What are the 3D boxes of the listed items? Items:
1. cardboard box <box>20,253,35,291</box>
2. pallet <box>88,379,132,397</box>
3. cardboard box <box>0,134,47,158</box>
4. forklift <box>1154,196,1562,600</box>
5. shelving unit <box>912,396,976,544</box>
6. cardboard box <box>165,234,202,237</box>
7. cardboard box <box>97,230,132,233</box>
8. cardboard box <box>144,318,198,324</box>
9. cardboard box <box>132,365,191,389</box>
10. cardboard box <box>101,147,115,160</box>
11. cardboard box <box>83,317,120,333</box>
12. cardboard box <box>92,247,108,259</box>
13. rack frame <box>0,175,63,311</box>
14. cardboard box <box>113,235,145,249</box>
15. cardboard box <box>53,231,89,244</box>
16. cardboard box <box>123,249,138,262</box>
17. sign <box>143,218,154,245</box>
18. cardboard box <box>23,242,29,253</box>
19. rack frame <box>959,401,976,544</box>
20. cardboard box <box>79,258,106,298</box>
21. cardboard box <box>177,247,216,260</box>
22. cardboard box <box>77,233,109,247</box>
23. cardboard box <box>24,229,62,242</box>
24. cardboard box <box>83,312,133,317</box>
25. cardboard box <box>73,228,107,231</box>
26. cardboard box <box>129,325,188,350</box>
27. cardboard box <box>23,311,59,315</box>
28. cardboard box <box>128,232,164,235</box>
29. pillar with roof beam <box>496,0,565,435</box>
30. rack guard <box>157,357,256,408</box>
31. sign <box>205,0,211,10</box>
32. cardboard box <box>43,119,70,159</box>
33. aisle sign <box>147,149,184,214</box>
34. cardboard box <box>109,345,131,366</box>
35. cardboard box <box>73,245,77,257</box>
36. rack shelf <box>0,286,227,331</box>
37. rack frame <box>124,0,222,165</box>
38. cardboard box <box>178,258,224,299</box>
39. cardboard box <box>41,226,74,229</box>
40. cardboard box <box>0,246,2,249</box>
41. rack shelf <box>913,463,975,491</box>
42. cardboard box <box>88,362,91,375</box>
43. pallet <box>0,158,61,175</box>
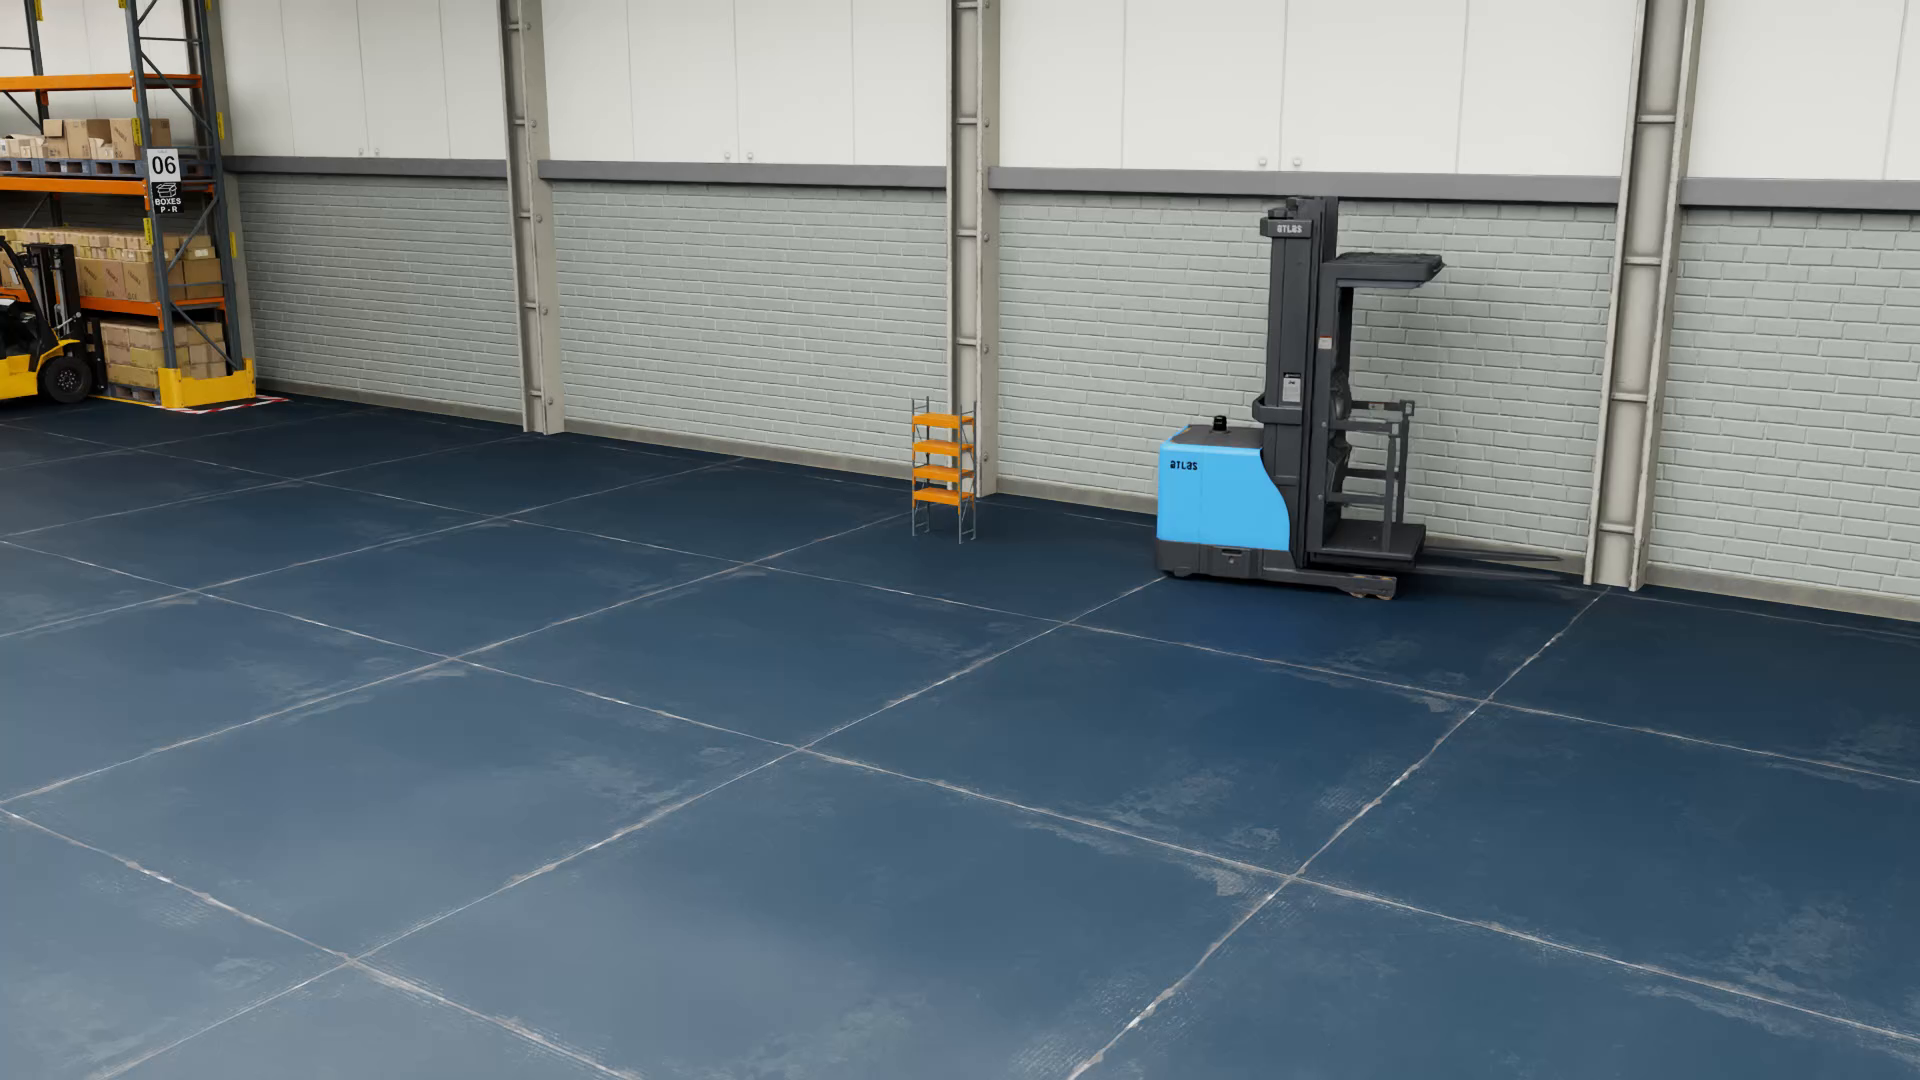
[{"bbox_3d":[-12.417,-3.667,22.686,0.500,0.500,0.500,10,17,34],"label":"cardboard box"},{"bbox_3d":[-11.428,-2.165,22.627,1.213,0.211,1.003,9,17,33],"label":"pallet"},{"bbox_3d":[-12.527,-5.301,22.358,0.500,0.311,0.500,10,17,34],"label":"cardboard box"},{"bbox_3d":[3.110,-1.117,12.735,3.031,2.935,1.130,5,15,19],"label":"forklift"},{"bbox_3d":[-0.137,-0.605,14.269,0.503,1.200,0.258,9,17,33],"label":"shelving unit"},{"bbox_3d":[-10.107,-3.904,21.673,0.250,0.149,0.380,10,17,35],"label":"cardboard box"},{"bbox_3d":[-11.410,-4.103,22.480,0.250,0.149,0.380,10,17,34],"label":"cardboard box"},{"bbox_3d":[-10.472,-2.783,22.091,0.500,0.250,0.500,9,17,33],"label":"cardboard box"},{"bbox_3d":[-10.328,-2.129,21.530,0.500,0.250,0.500,9,17,33],"label":"cardboard box"},{"bbox_3d":[-10.619,-4.897,21.062,0.250,0.149,0.380,9,16,31],"label":"cardboard box"},{"bbox_3d":[-11.586,-2.817,22.226,0.500,0.250,0.500,9,16,32],"label":"cardboard box"},{"bbox_3d":[-11.063,-3.751,21.677,0.250,0.149,0.380,9,16,31],"label":"cardboard box"},{"bbox_3d":[-13.081,-3.796,23.417,0.127,3.000,1.000,9,17,33],"label":"rack frame"},{"bbox_3d":[-10.631,-3.830,21.377,0.250,0.149,0.380,10,17,34],"label":"cardboard box"},{"bbox_3d":[-11.869,-4.045,22.246,0.250,0.149,0.380,9,17,33],"label":"cardboard box"},{"bbox_3d":[-10.435,-3.642,21.237,0.250,0.149,0.380,9,17,34],"label":"cardboard box"},{"bbox_3d":[-10.077,-3.831,20.653,0.005,0.325,0.100,9,17,33],"label":"sign"},{"bbox_3d":[-12.516,-4.001,22.685,0.250,0.149,0.380,9,17,33],"label":"cardboard box"},{"bbox_3d":[0.065,-0.572,14.136,0.015,1.200,0.240,9,17,33],"label":"rack frame"},{"bbox_3d":[-11.168,-3.462,21.859,0.500,0.500,0.500,9,16,32],"label":"cardboard box"},{"bbox_3d":[-9.899,-3.721,21.553,0.250,0.149,0.380,9,16,31],"label":"cardboard box"},{"bbox_3d":[-11.292,-3.925,21.760,0.250,0.149,0.380,10,17,34],"label":"cardboard box"},{"bbox_3d":[-12.498,-4.153,22.680,0.250,0.149,0.380,9,16,32],"label":"cardboard box"},{"bbox_3d":[-11.724,-2.988,22.919,0.500,0.250,0.500,9,17,33],"label":"cardboard box"},{"bbox_3d":[-11.993,-4.226,22.975,0.250,0.149,0.380,9,16,32],"label":"cardboard box"},{"bbox_3d":[-10.318,-2.614,21.408,0.500,0.250,0.500,10,17,35],"label":"cardboard box"},{"bbox_3d":[-12.855,-3.024,23.062,0.500,0.250,0.500,9,16,32],"label":"cardboard box"},{"bbox_3d":[-10.777,-3.996,22.048,0.250,0.149,0.380,10,17,35],"label":"cardboard box"},{"bbox_3d":[-7.261,-4.782,14.915,0.400,9.000,9.100,9,17,33],"label":"pillar with roof beam"},{"bbox_3d":[-9.742,-2.043,21.538,0.348,0.500,1.175,9,17,33],"label":"rack guard"},{"bbox_3d":[-9.447,-6.812,20.842,0.005,0.325,0.100,9,17,33],"label":"sign"},{"bbox_3d":[-11.524,-5.273,21.842,0.637,0.503,0.797,10,17,35],"label":"cardboard box"},{"bbox_3d":[-9.872,-4.455,20.666,0.004,0.787,0.394,9,17,33],"label":"aisle sign"},{"bbox_3d":[-10.751,-2.444,21.762,0.500,0.250,0.500,9,17,32],"label":"cardboard box"},{"bbox_3d":[-11.692,-3.853,22.089,0.250,0.149,0.380,9,16,32],"label":"cardboard box"},{"bbox_3d":[-11.422,-3.179,22.420,4.000,0.370,1.077,9,17,33],"label":"rack shelf"},{"bbox_3d":[-9.762,-6.172,20.529,0.127,3.000,1.000,9,17,33],"label":"rack frame"},{"bbox_3d":[-10.018,-3.430,21.730,0.500,0.500,0.500,10,17,35],"label":"cardboard box"},{"bbox_3d":[-12.648,-4.322,23.362,0.250,0.149,0.380,9,17,33],"label":"cardboard box"},{"bbox_3d":[-13.489,-4.161,23.333,0.250,0.149,0.380,10,17,35],"label":"cardboard box"},{"bbox_3d":[-0.137,-0.539,14.285,0.480,0.148,0.258,9,17,33],"label":"rack shelf"},{"bbox_3d":[-11.589,-2.332,22.349,0.500,0.250,0.500,10,17,35],"label":"cardboard box"},{"bbox_3d":[-12.359,-5.100,22.626,1.213,0.211,1.003,9,17,33],"label":"pallet"}]
